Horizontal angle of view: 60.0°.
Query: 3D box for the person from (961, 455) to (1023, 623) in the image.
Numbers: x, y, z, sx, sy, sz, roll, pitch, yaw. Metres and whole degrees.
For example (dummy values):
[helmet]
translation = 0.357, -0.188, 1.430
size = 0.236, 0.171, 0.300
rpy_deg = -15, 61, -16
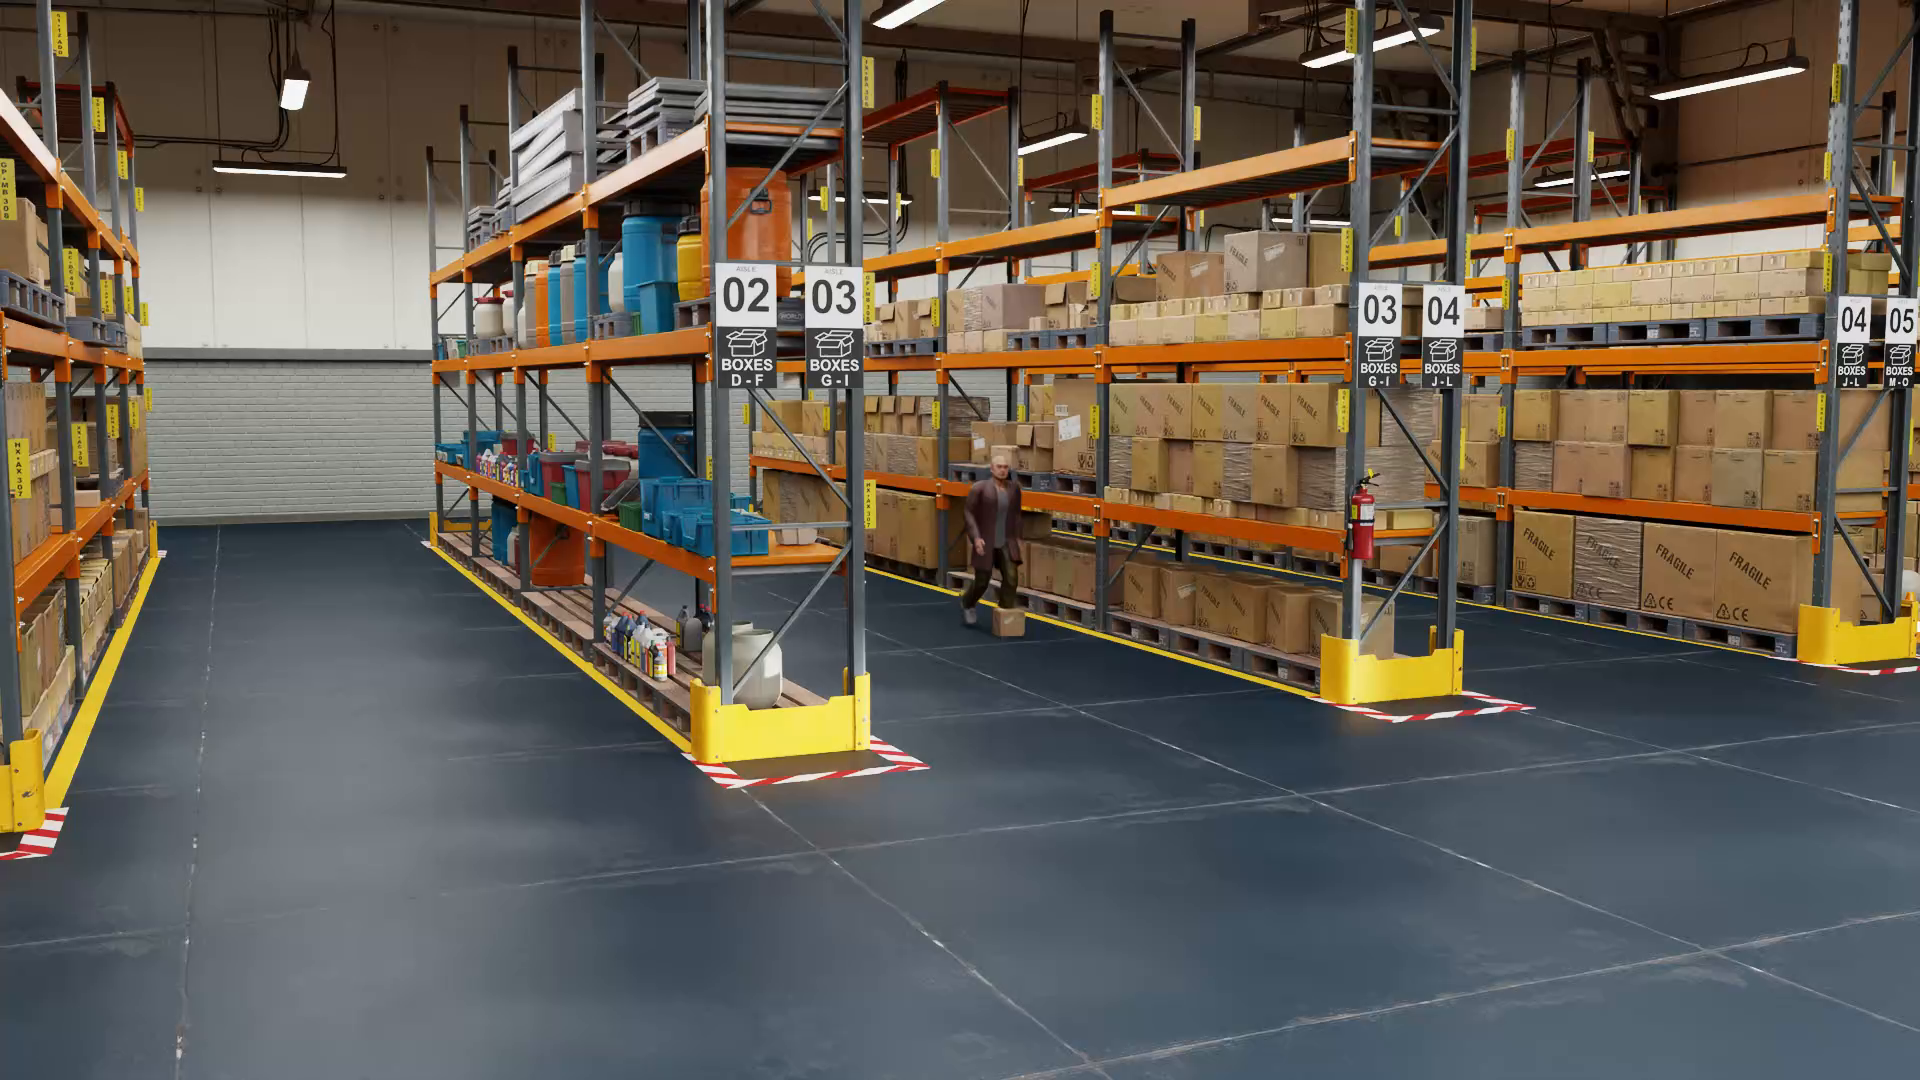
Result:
[person]
translation = 0.319, 0.021, 16.489
size = 0.657, 1.728, 0.805
rpy_deg = -2, 5, -16
